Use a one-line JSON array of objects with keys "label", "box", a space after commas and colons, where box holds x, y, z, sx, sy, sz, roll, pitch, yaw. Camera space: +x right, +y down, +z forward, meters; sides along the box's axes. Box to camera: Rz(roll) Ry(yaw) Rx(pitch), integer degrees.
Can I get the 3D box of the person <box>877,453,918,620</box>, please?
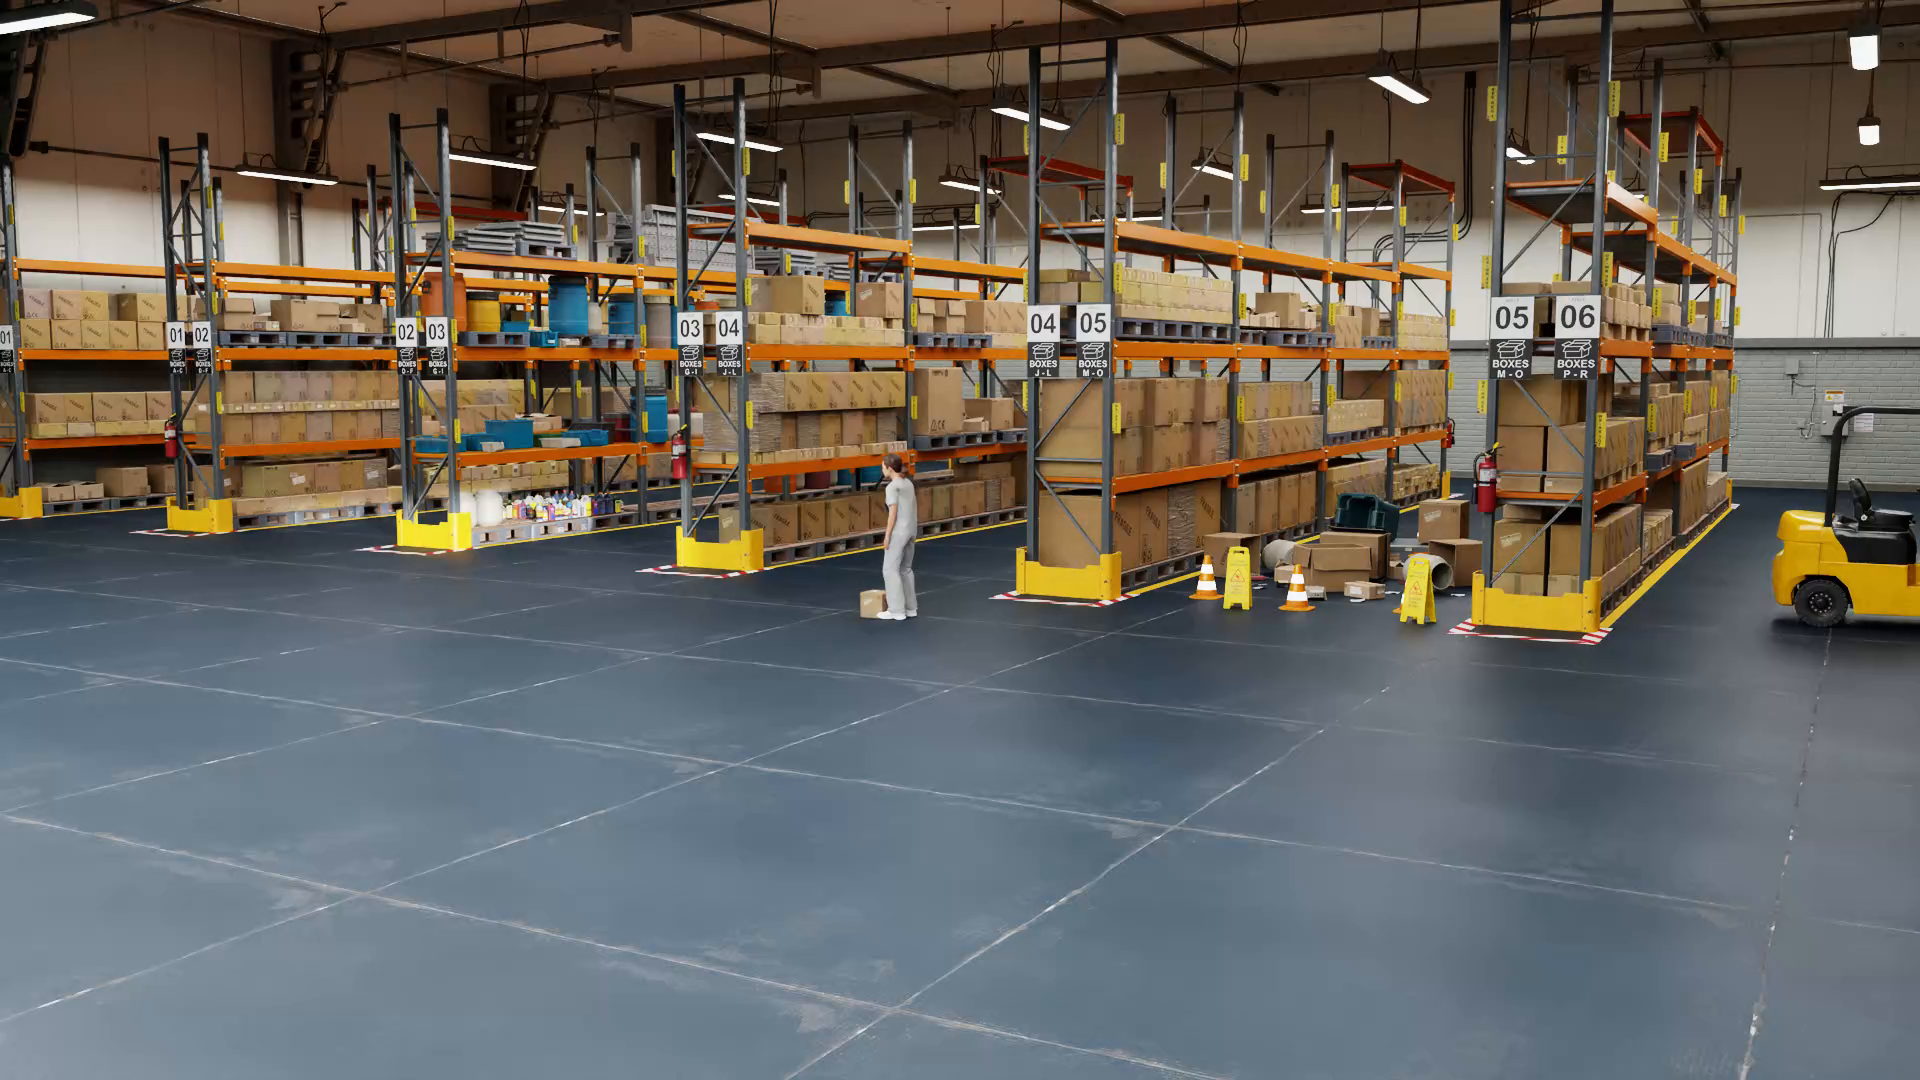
[{"label": "person", "box": [-0.622, -0.042, 16.742, 0.369, 1.671, 0.512, 3, 7, 25]}]
